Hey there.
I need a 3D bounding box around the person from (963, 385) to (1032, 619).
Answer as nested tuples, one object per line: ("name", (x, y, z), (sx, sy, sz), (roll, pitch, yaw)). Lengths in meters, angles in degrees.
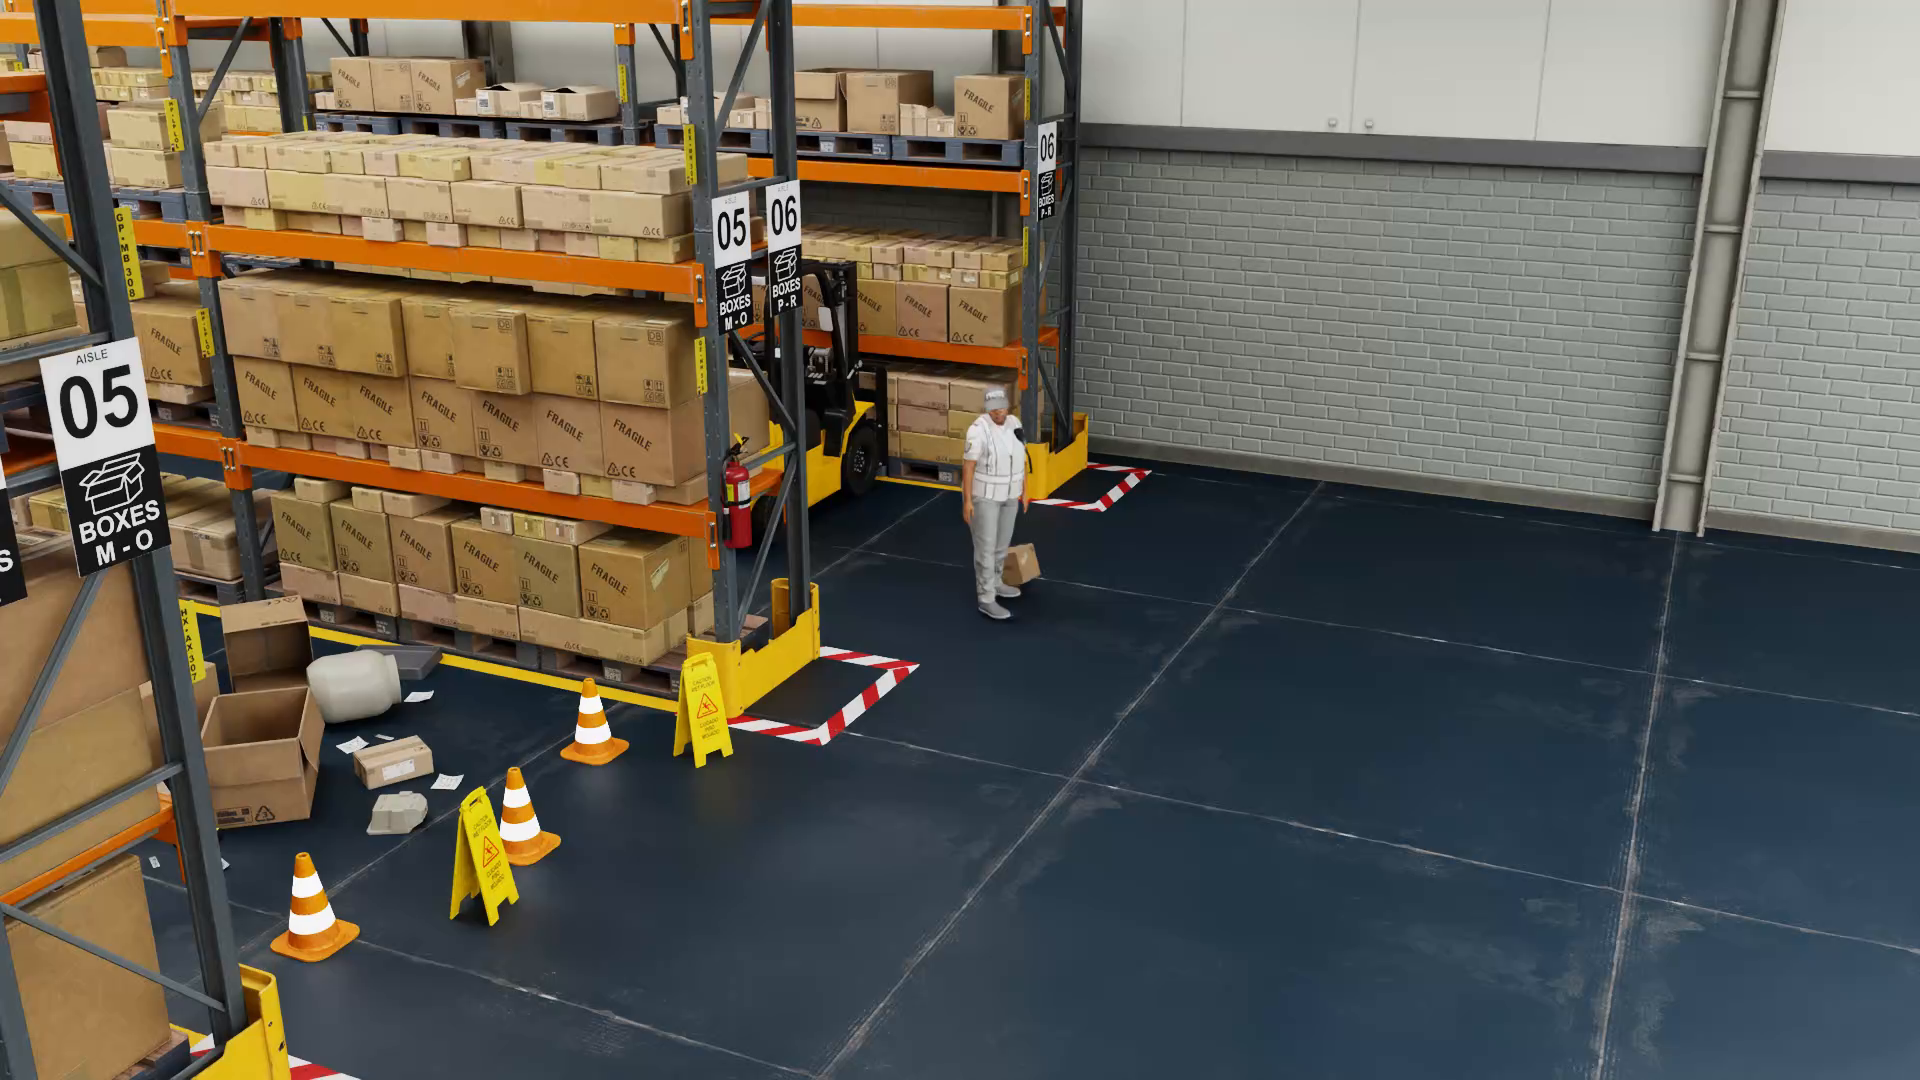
("person", (0.267, -0.300, 11.864), (0.587, 1.656, 0.563), (-16, 25, -38))
